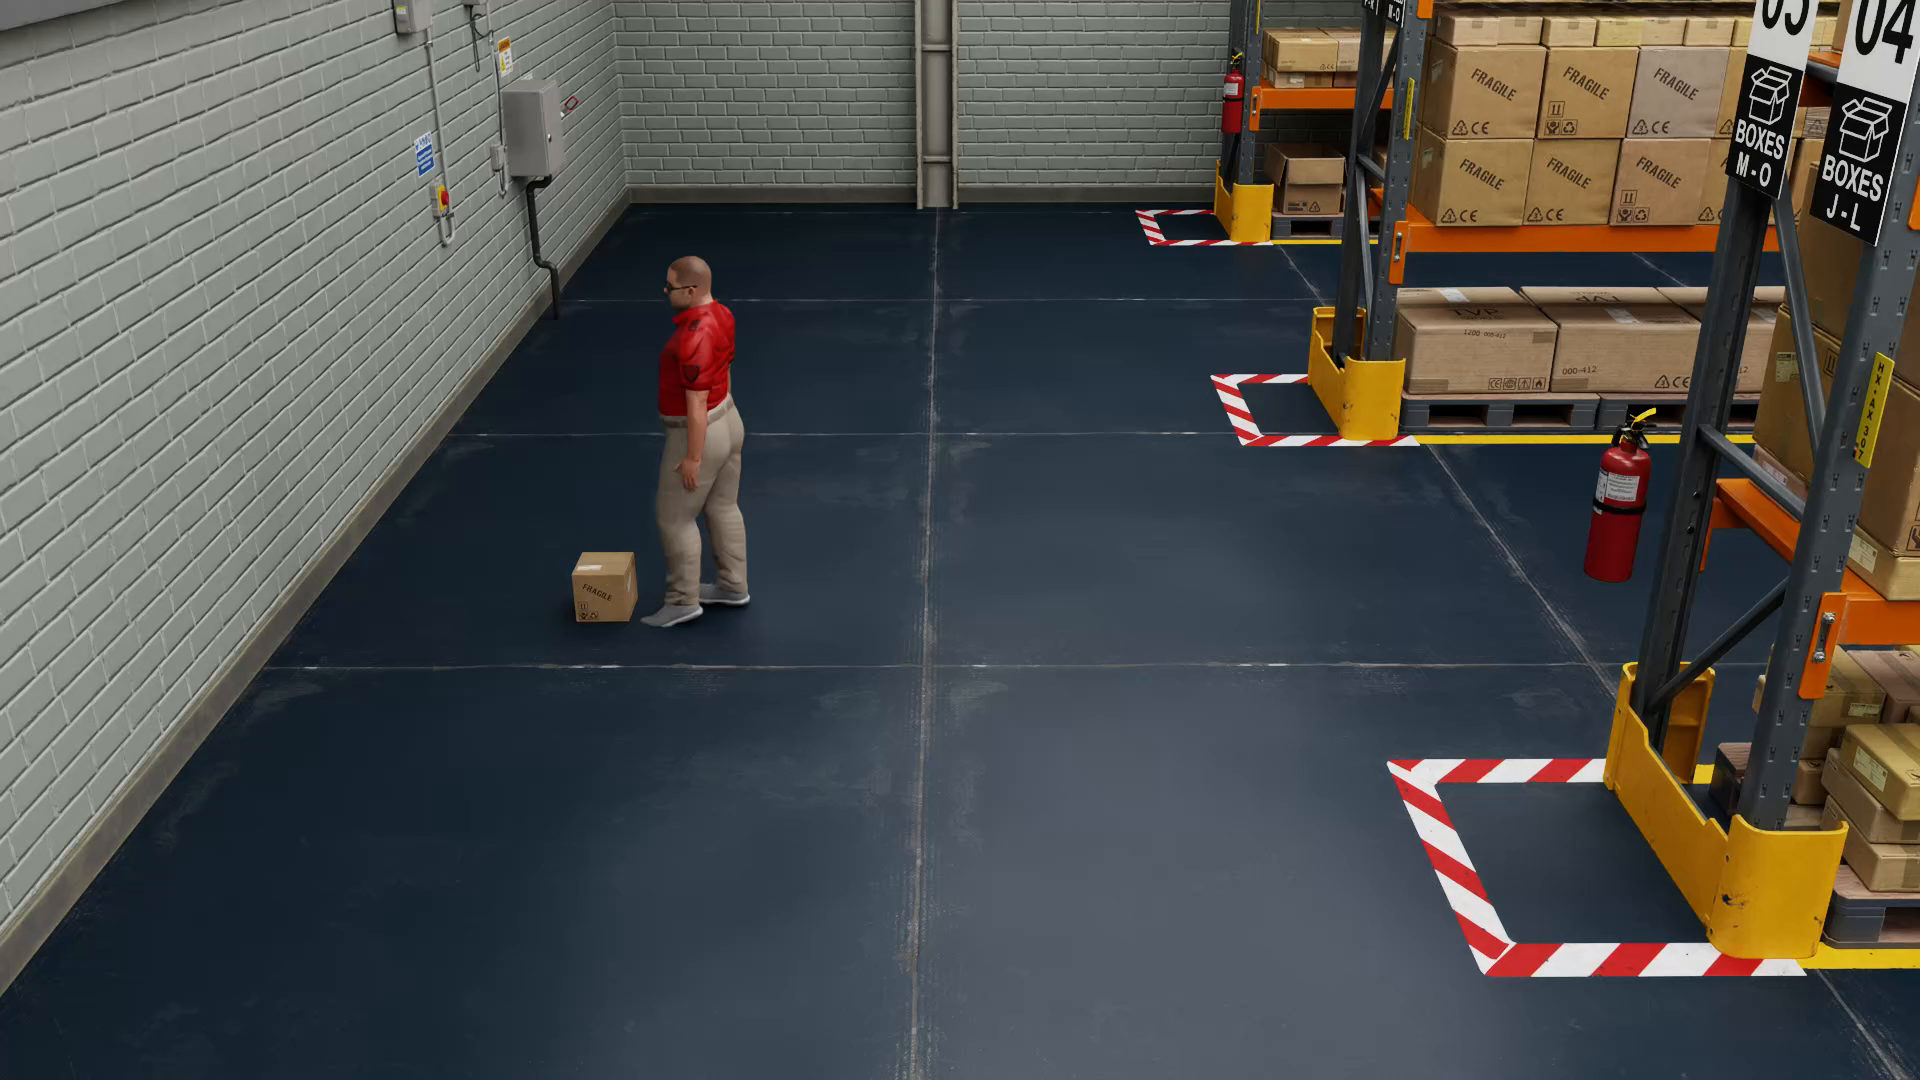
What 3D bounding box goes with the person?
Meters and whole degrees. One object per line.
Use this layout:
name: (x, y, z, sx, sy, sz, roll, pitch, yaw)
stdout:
person: (-1.193, -0.413, 7.631, 0.431, 1.678, 0.557, 0, 24, 1)
